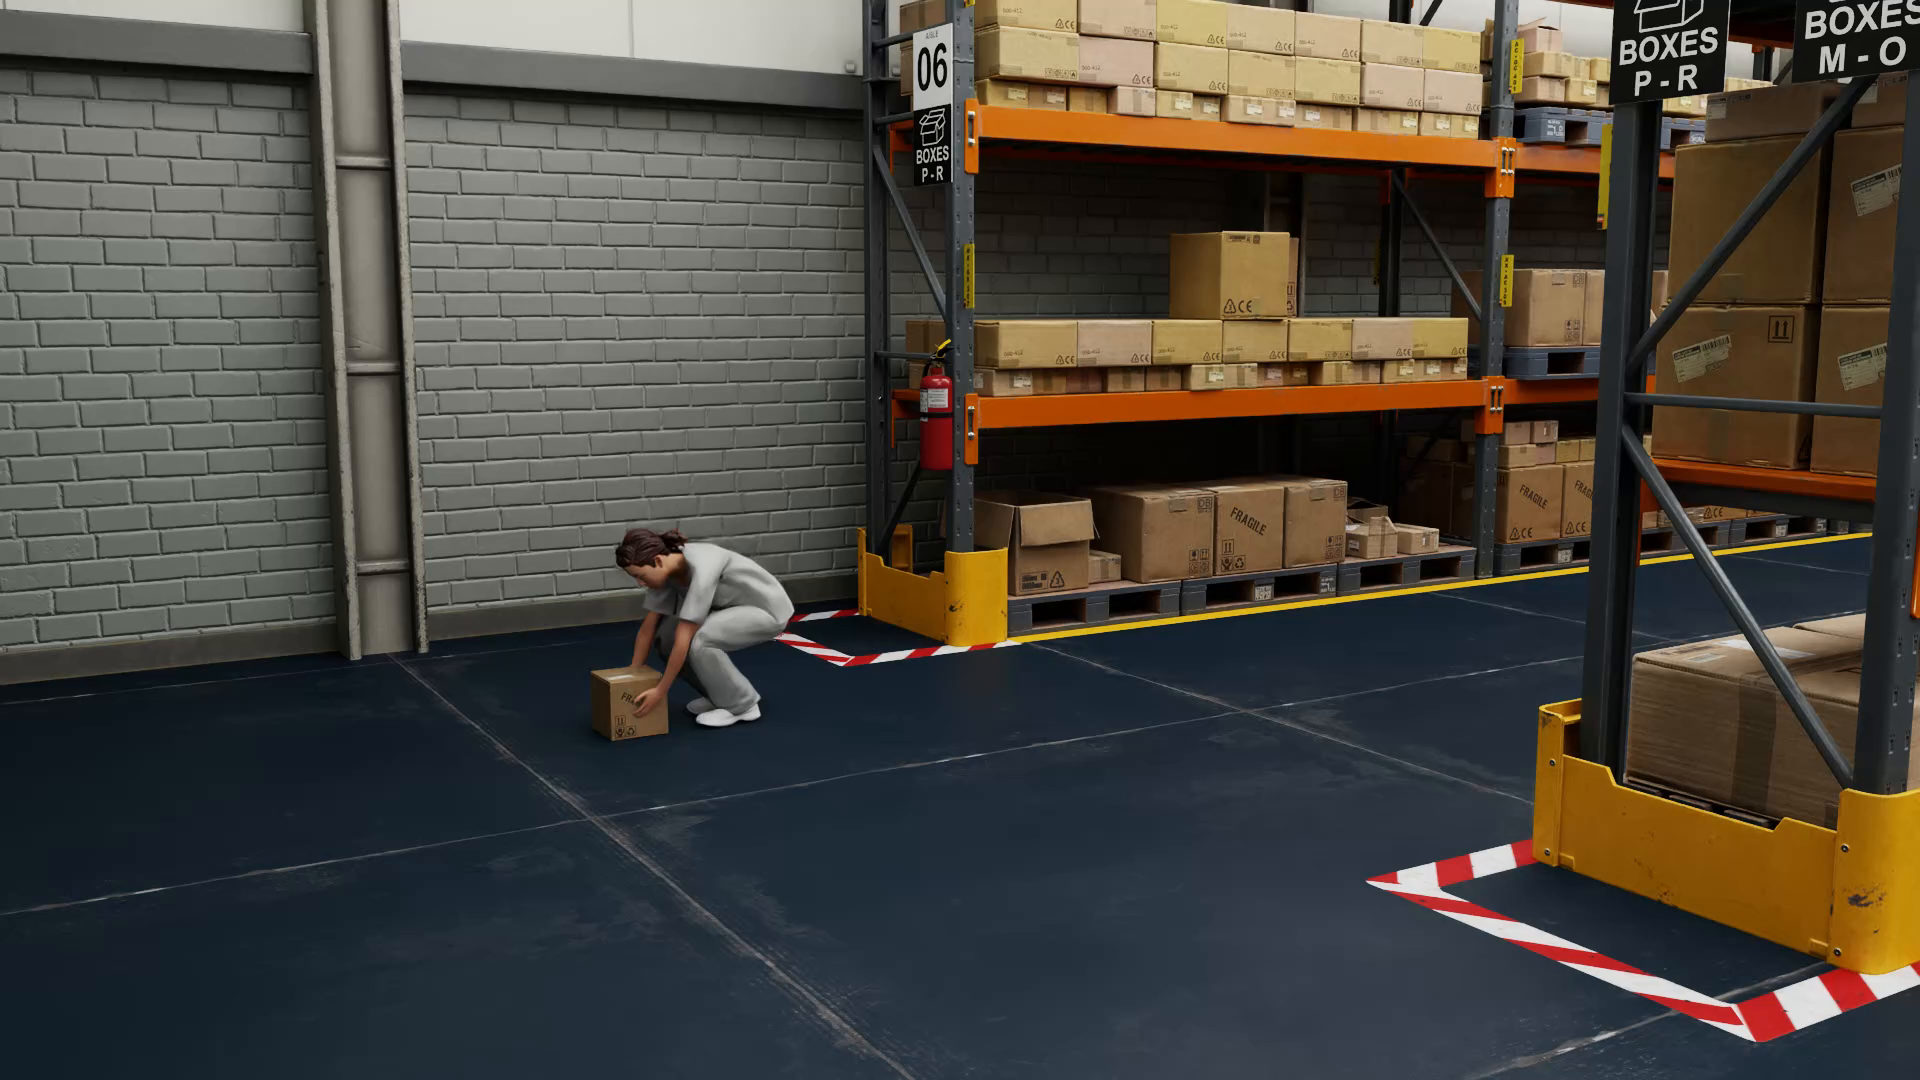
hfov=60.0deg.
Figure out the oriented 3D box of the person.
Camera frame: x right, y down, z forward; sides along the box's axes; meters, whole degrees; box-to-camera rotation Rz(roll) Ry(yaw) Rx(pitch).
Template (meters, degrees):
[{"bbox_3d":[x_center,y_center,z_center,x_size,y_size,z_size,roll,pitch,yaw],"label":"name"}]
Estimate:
[{"bbox_3d":[-1.099,0.358,7.168,0.799,0.875,0.482,-5,10,-31],"label":"person"}]
